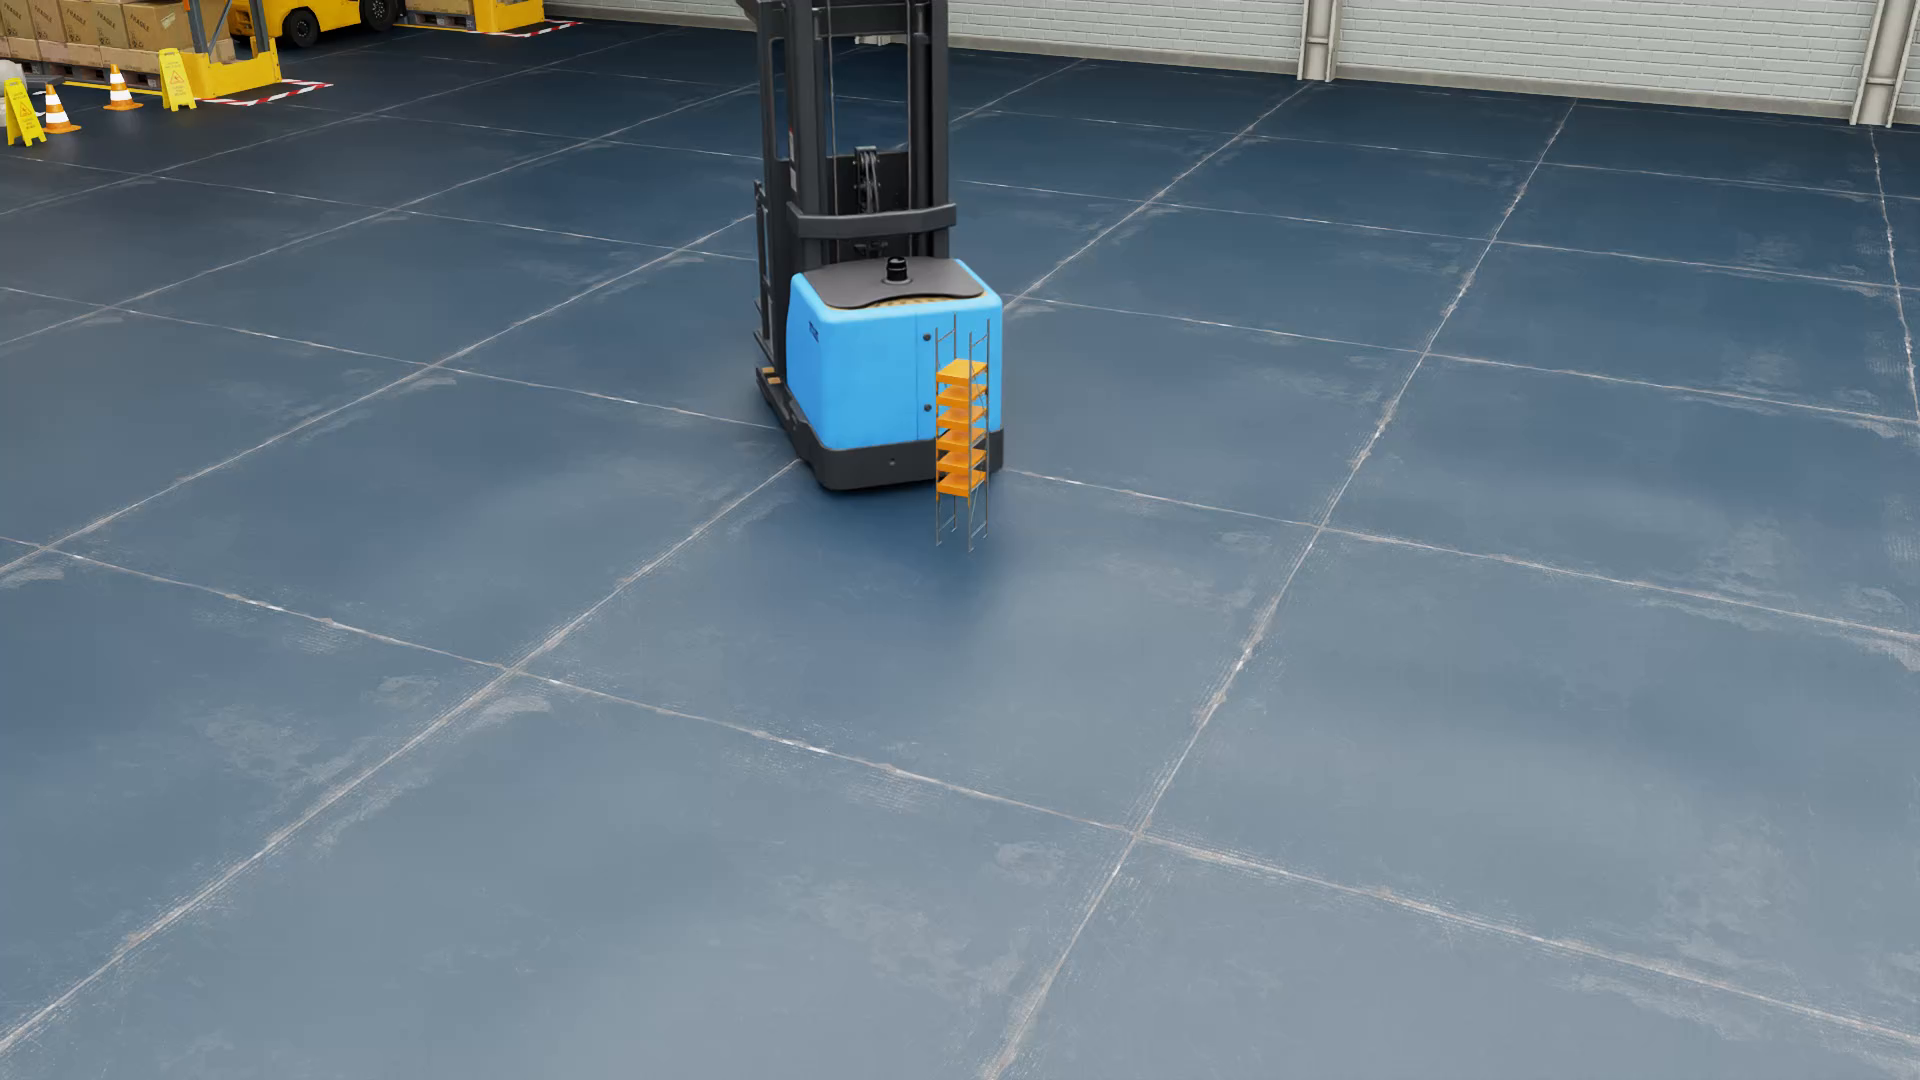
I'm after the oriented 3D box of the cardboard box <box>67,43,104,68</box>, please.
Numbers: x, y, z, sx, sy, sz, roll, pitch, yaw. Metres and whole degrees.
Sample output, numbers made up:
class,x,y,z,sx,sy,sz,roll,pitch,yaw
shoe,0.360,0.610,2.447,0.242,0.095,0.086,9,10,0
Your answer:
class,x,y,z,sx,sy,sz,roll,pitch,yaw
cardboard box,-10.212,-5.807,19.787,0.500,0.250,0.500,10,28,20

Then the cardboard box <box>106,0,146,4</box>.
class,x,y,z,sx,sy,sz,roll,pitch,yaw
cardboard box,-9.617,-6.286,19.175,0.250,0.149,0.380,12,29,23

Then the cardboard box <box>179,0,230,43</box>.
class,x,y,z,sx,sy,sz,roll,pitch,yaw
cardboard box,-9.059,-6.176,19.686,0.500,0.500,0.500,10,28,20

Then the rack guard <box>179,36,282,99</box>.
class,x,y,z,sx,sy,sz,roll,pitch,yaw
rack guard,-8.487,-5.514,19.384,0.348,0.500,1.175,11,28,22

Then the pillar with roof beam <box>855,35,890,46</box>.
class,x,y,z,sx,sy,sz,roll,pitch,yaw
pillar with roof beam,-2.947,-8.971,16.784,0.400,9.000,9.100,11,28,22

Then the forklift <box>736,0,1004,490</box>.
class,x,y,z,sx,sy,sz,roll,pitch,yaw
forklift,-0.673,-2.219,9.940,1.130,2.935,3.031,-8,27,-15

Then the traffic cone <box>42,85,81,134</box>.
class,x,y,z,sx,sy,sz,roll,pitch,yaw
traffic cone,-9.493,-4.535,17.437,0.334,0.463,0.336,11,28,22

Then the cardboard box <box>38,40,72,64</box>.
class,x,y,z,sx,sy,sz,roll,pitch,yaw
cardboard box,-10.659,-5.902,19.980,0.500,0.250,0.500,11,28,21

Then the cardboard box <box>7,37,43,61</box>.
class,x,y,z,sx,sy,sz,roll,pitch,yaw
cardboard box,-11.143,-5.998,20.175,0.500,0.250,0.500,13,29,25

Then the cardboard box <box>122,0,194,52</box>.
class,x,y,z,sx,sy,sz,roll,pitch,yaw
cardboard box,-9.255,-5.954,19.237,0.500,0.500,0.500,12,28,22

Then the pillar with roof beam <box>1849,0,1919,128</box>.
class,x,y,z,sx,sy,sz,roll,pitch,yaw
pillar with roof beam,7.977,-6.777,12.328,0.400,9.000,9.100,11,28,22

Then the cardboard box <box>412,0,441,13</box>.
class,x,y,z,sx,sy,sz,roll,pitch,yaw
cardboard box,-7.373,-7.627,23.482,0.500,0.250,0.500,11,28,22

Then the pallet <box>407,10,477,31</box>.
class,x,y,z,sx,sy,sz,roll,pitch,yaw
pallet,-7.080,-7.490,23.724,1.213,0.211,1.003,11,28,22

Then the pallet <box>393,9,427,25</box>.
class,x,y,z,sx,sy,sz,roll,pitch,yaw
pallet,-8.186,-7.714,24.178,1.213,0.211,1.003,11,28,22

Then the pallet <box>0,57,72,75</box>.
class,x,y,z,sx,sy,sz,roll,pitch,yaw
pallet,-11.433,-5.993,20.684,1.213,0.211,1.003,11,28,22

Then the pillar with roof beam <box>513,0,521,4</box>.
class,x,y,z,sx,sy,sz,roll,pitch,yaw
pillar with roof beam,-8.409,-10.068,19.012,0.400,9.000,9.100,11,28,22

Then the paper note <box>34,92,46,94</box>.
class,x,y,z,sx,sy,sz,roll,pitch,yaw
paper note,-10.626,-5.183,19.242,0.148,0.019,0.142,2,26,4

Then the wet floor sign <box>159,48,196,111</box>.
class,x,y,z,sx,sy,sz,roll,pitch,yaw
wet floor sign,-8.687,-5.100,18.379,0.232,0.644,0.267,23,35,39

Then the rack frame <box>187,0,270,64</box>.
class,x,y,z,sx,sy,sz,roll,pitch,yaw
rack frame,-8.417,-6.622,18.803,0.127,3.000,1.000,11,28,22

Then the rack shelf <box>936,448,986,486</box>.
class,x,y,z,sx,sy,sz,roll,pitch,yaw
rack shelf,0.013,-0.388,8.552,0.180,0.103,0.258,11,28,22

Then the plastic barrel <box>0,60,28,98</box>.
class,x,y,z,sx,sy,sz,roll,pitch,yaw
plastic barrel,-10.924,-5.235,18.903,0.512,0.421,0.421,-12,29,-23

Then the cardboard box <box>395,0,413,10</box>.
class,x,y,z,sx,sy,sz,roll,pitch,yaw
cardboard box,-7.825,-7.722,23.675,0.500,0.250,0.500,12,29,22

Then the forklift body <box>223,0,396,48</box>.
class,x,y,z,sx,sy,sz,roll,pitch,yaw
forklift body,-8.848,-7.851,22.260,1.214,2.155,2.313,11,28,22

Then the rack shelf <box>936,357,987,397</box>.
class,x,y,z,sx,sy,sz,roll,pitch,yaw
rack shelf,0.013,-0.819,8.340,0.180,0.103,0.258,11,28,22

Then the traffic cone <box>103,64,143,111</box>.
class,x,y,z,sx,sy,sz,roll,pitch,yaw
traffic cone,-9.343,-5.043,18.470,0.334,0.463,0.336,11,28,22

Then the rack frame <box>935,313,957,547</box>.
class,x,y,z,sx,sy,sz,roll,pitch,yaw
rack frame,-0.070,-0.552,8.514,0.006,1.200,0.240,11,28,22

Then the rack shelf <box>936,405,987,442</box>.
class,x,y,z,sx,sy,sz,roll,pitch,yaw
rack shelf,0.013,-0.603,8.446,0.180,0.103,0.258,11,28,22

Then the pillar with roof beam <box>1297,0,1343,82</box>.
class,x,y,z,sx,sy,sz,roll,pitch,yaw
pillar with roof beam,2.515,-7.874,14.556,0.400,9.000,9.100,11,28,22

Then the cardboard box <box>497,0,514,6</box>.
class,x,y,z,sx,sy,sz,roll,pitch,yaw
cardboard box,-6.732,-7.741,23.715,0.500,0.250,0.500,11,28,22

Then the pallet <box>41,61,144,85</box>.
class,x,y,z,sx,sy,sz,roll,pitch,yaw
pallet,-10.318,-5.771,20.232,1.213,0.211,1.003,11,28,22

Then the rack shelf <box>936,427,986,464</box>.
class,x,y,z,sx,sy,sz,roll,pitch,yaw
rack shelf,0.013,-0.496,8.499,0.180,0.103,0.258,11,28,22

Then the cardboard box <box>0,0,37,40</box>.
class,x,y,z,sx,sy,sz,roll,pitch,yaw
cardboard box,-11.141,-6.335,20.009,0.500,0.500,0.500,13,29,24

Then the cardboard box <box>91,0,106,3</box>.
class,x,y,z,sx,sy,sz,roll,pitch,yaw
cardboard box,-9.844,-6.333,19.271,0.250,0.149,0.380,12,29,23

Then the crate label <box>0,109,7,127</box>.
class,x,y,z,sx,sy,sz,roll,pitch,yaw
crate label,-10.234,-4.508,17.750,0.298,0.136,0.250,-2,26,-5

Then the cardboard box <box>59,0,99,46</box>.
class,x,y,z,sx,sy,sz,roll,pitch,yaw
cardboard box,-10.188,-6.144,19.621,0.500,0.500,0.500,11,28,21

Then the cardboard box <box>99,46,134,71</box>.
class,x,y,z,sx,sy,sz,roll,pitch,yaw
cardboard box,-9.733,-5.714,19.597,0.500,0.250,0.500,11,28,22

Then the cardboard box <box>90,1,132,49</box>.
class,x,y,z,sx,sy,sz,roll,pitch,yaw
cardboard box,-9.731,-6.049,19.428,0.500,0.500,0.500,12,29,24

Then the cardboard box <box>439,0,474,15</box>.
class,x,y,z,sx,sy,sz,roll,pitch,yaw
cardboard box,-6.925,-7.532,23.290,0.500,0.250,0.500,12,28,22

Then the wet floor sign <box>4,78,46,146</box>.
class,x,y,z,sx,sy,sz,roll,pitch,yaw
wet floor sign,-9.529,-4.347,16.850,0.232,0.644,0.267,6,27,13

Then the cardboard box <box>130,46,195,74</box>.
class,x,y,z,sx,sy,sz,roll,pitch,yaw
cardboard box,-9.287,-5.620,19.407,0.500,0.250,0.500,11,28,22

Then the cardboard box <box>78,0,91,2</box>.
class,x,y,z,sx,sy,sz,roll,pitch,yaw
cardboard box,-10.083,-6.382,19.370,0.250,0.149,0.380,13,29,24

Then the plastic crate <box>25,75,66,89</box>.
class,x,y,z,sx,sy,sz,roll,pitch,yaw
plastic crate,-10.969,-5.426,19.681,0.583,0.080,0.402,2,26,4

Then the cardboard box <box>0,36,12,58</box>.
class,x,y,z,sx,sy,sz,roll,pitch,yaw
cardboard box,-11.633,-6.091,20.364,0.500,0.250,0.500,10,28,19

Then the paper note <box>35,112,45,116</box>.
class,x,y,z,sx,sy,sz,roll,pitch,yaw
paper note,-10.102,-4.662,18.185,0.142,0.019,0.148,2,26,4

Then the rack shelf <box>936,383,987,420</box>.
class,x,y,z,sx,sy,sz,roll,pitch,yaw
rack shelf,0.013,-0.711,8.393,0.180,0.103,0.258,11,28,22

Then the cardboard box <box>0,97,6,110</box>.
class,x,y,z,sx,sy,sz,roll,pitch,yaw
cardboard box,-10.446,-4.770,18.270,0.380,0.149,0.250,-18,31,-31

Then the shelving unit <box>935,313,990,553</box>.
class,x,y,z,sx,sy,sz,roll,pitch,yaw
shelving unit,0.013,-0.536,8.480,0.189,1.200,0.258,11,28,22

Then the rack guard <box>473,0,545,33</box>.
class,x,y,z,sx,sy,sz,roll,pitch,yaw
rack guard,-6.344,-7.492,23.402,0.348,0.500,1.175,11,28,22

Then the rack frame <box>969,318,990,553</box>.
class,x,y,z,sx,sy,sz,roll,pitch,yaw
rack frame,0.096,-0.519,8.446,0.006,1.200,0.240,11,28,22

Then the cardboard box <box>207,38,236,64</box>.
class,x,y,z,sx,sy,sz,roll,pitch,yaw
cardboard box,-9.037,-5.835,19.843,0.500,0.250,0.500,11,28,21

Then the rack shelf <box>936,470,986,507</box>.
class,x,y,z,sx,sy,sz,roll,pitch,yaw
rack shelf,0.013,-0.280,8.605,0.180,0.103,0.258,11,28,22

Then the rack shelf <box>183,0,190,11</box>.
class,x,y,z,sx,sy,sz,roll,pitch,yaw
rack shelf,-10.238,-6.665,19.705,4.000,0.370,1.077,11,28,22

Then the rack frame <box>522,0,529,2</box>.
class,x,y,z,sx,sy,sz,roll,pitch,yaw
rack frame,-6.366,-8.618,22.859,0.127,3.000,1.000,11,28,22

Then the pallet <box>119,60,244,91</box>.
class,x,y,z,sx,sy,sz,roll,pitch,yaw
pallet,-9.212,-5.547,19.778,1.213,0.211,1.003,11,28,22

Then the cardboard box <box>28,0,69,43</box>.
class,x,y,z,sx,sy,sz,roll,pitch,yaw
cardboard box,-10.670,-6.239,19.815,0.500,0.500,0.500,13,29,24

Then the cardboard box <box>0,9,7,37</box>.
class,x,y,z,sx,sy,sz,roll,pitch,yaw
cardboard box,-11.633,-6.428,20.198,0.500,0.500,0.500,13,29,24
